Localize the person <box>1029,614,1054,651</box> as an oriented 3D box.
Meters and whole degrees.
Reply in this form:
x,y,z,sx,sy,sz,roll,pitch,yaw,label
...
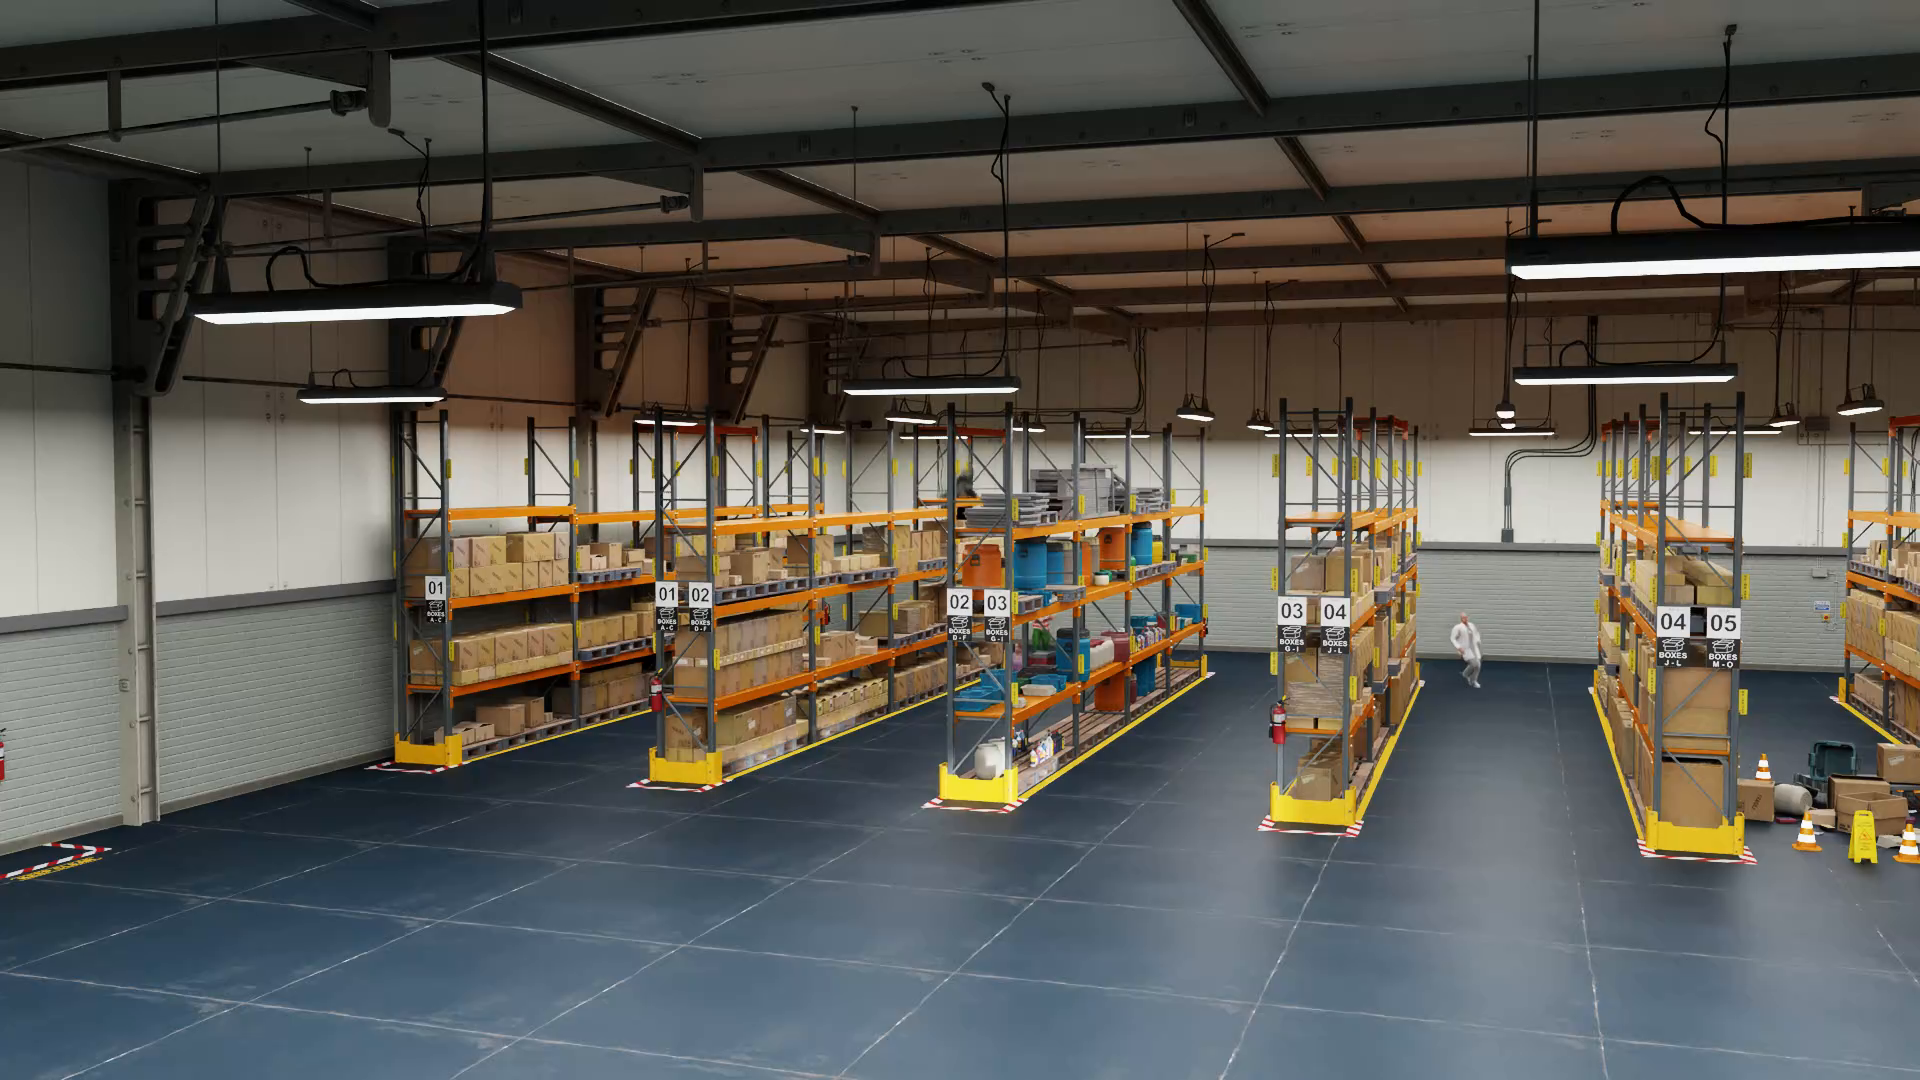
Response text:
x,y,z,sx,sy,sz,roll,pitch,yaw,label
1.918,2.150,39.458,0.651,1.861,0.807,0,2,8,person

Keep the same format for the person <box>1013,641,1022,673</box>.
x,y,z,sx,sy,sz,roll,pitch,yaw,label
1.136,2.812,32.719,0.517,1.625,0.714,1,3,15,person

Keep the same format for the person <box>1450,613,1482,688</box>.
x,y,z,sx,sy,sz,roll,pitch,yaw,label
11.648,2.527,38.119,0.752,1.713,0.558,-1,3,-16,person
